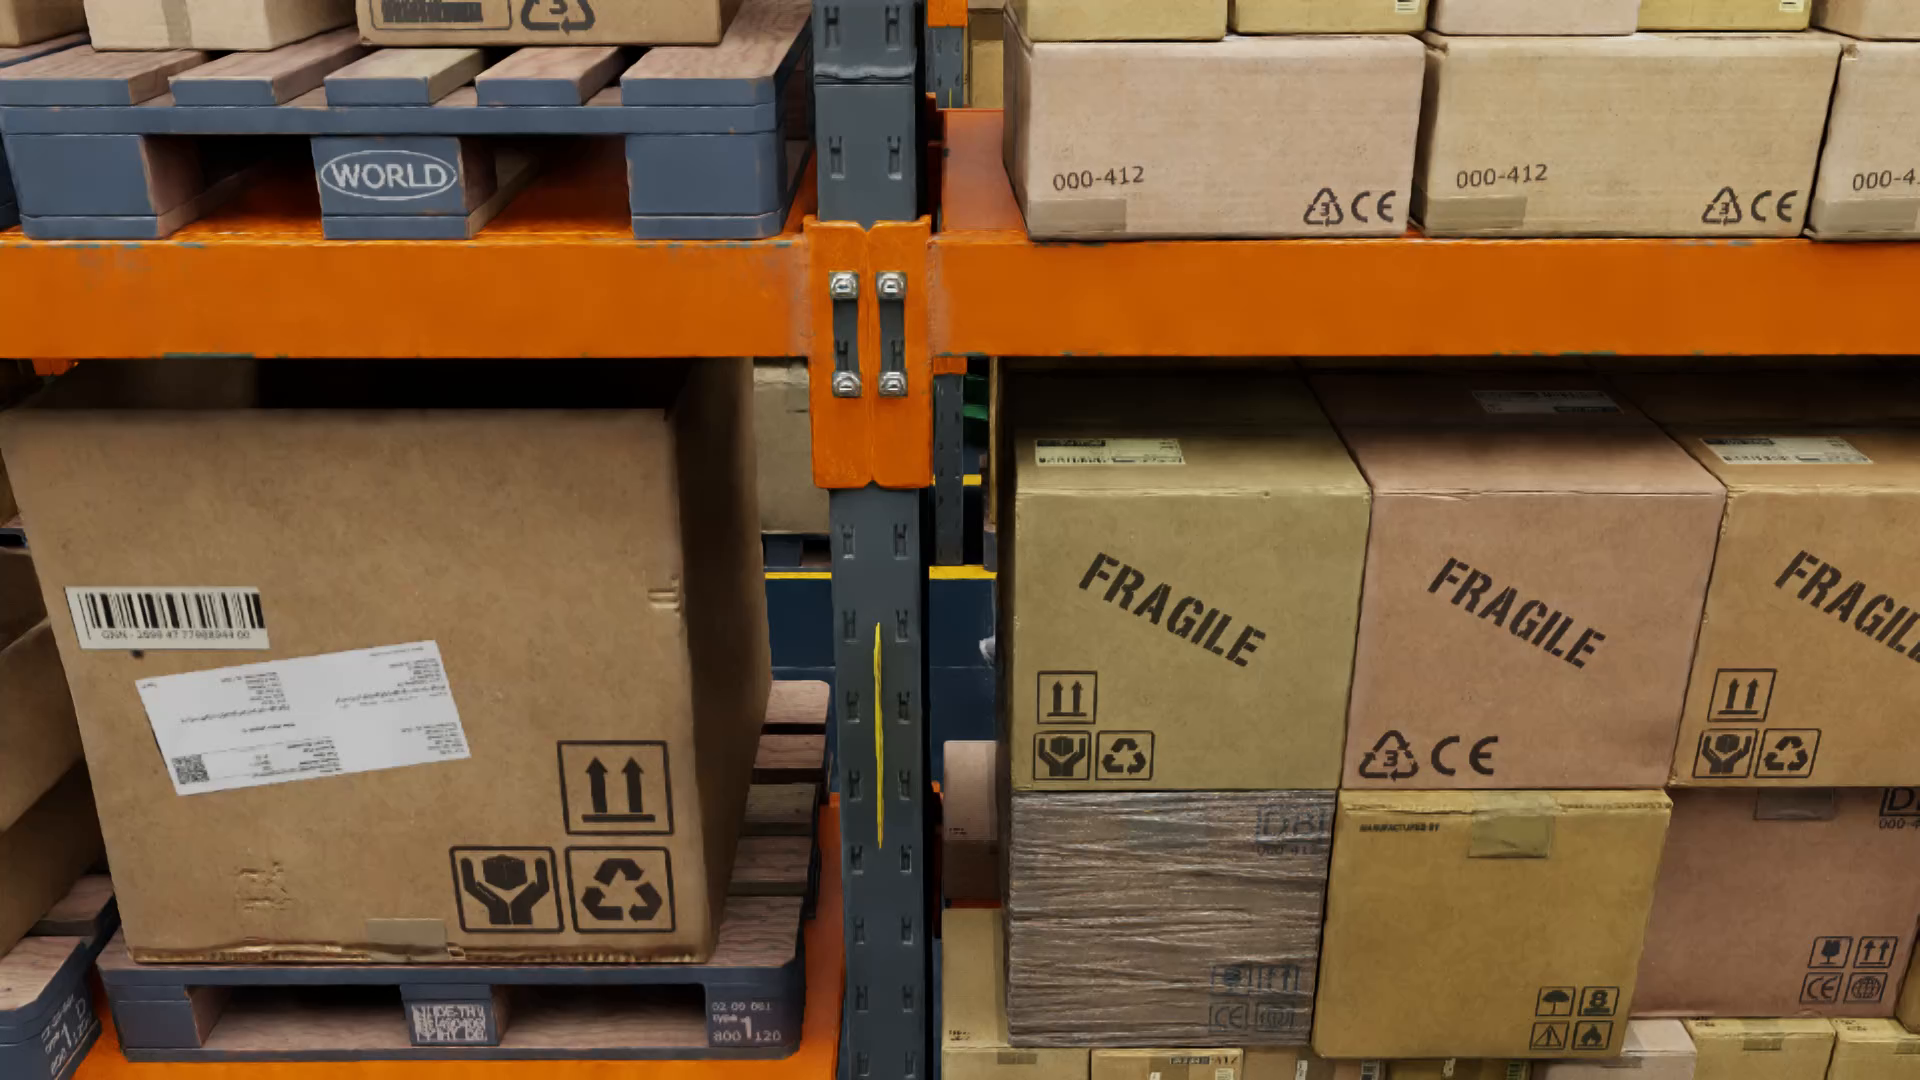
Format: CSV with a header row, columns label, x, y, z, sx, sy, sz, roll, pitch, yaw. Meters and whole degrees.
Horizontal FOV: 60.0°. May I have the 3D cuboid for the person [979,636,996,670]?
label,x,y,z,sx,sy,sz,roll,pitch,yaw
person,0.395,0.016,6.056,0.767,1.640,0.522,11,26,22
